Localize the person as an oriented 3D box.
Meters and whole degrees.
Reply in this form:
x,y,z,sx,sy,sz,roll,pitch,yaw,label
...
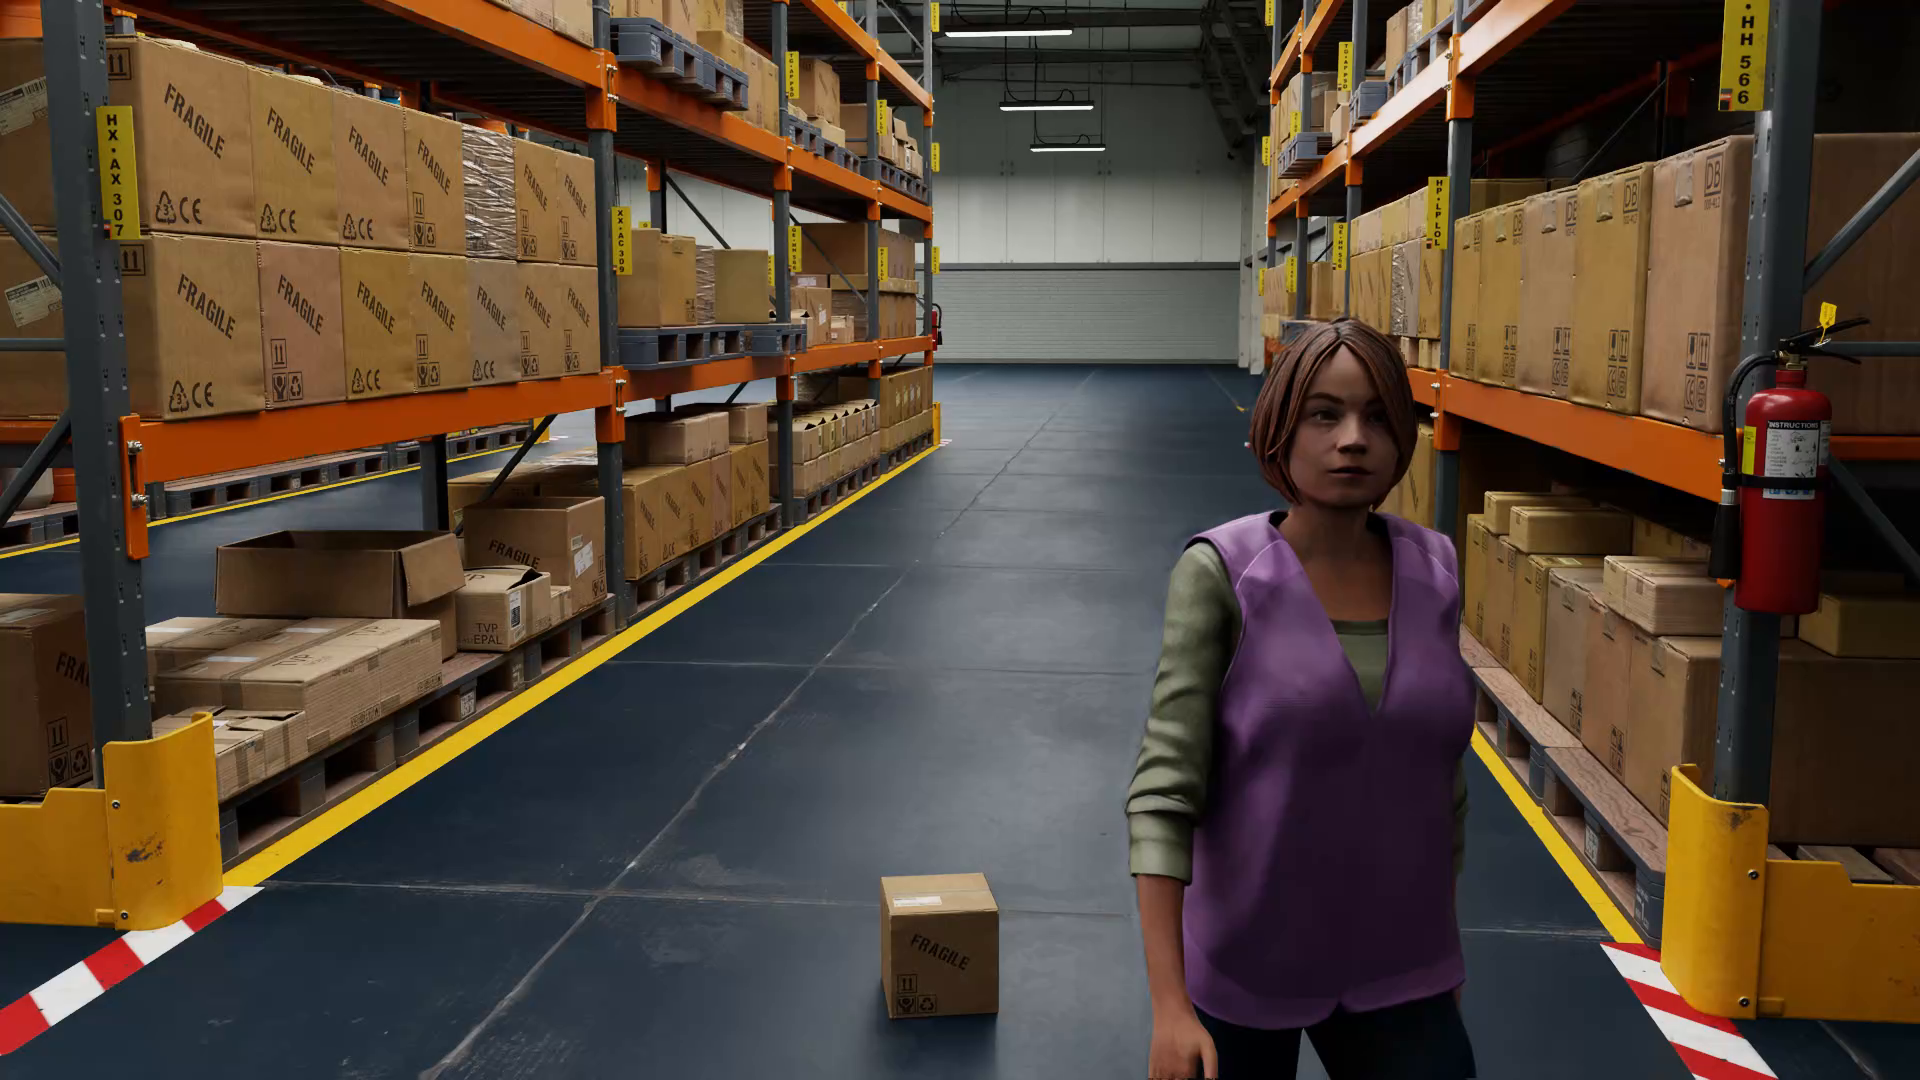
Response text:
x,y,z,sx,sy,sz,roll,pitch,yaw,label
0.418,0.525,1.915,0.457,1.552,0.895,-1,8,-4,person
